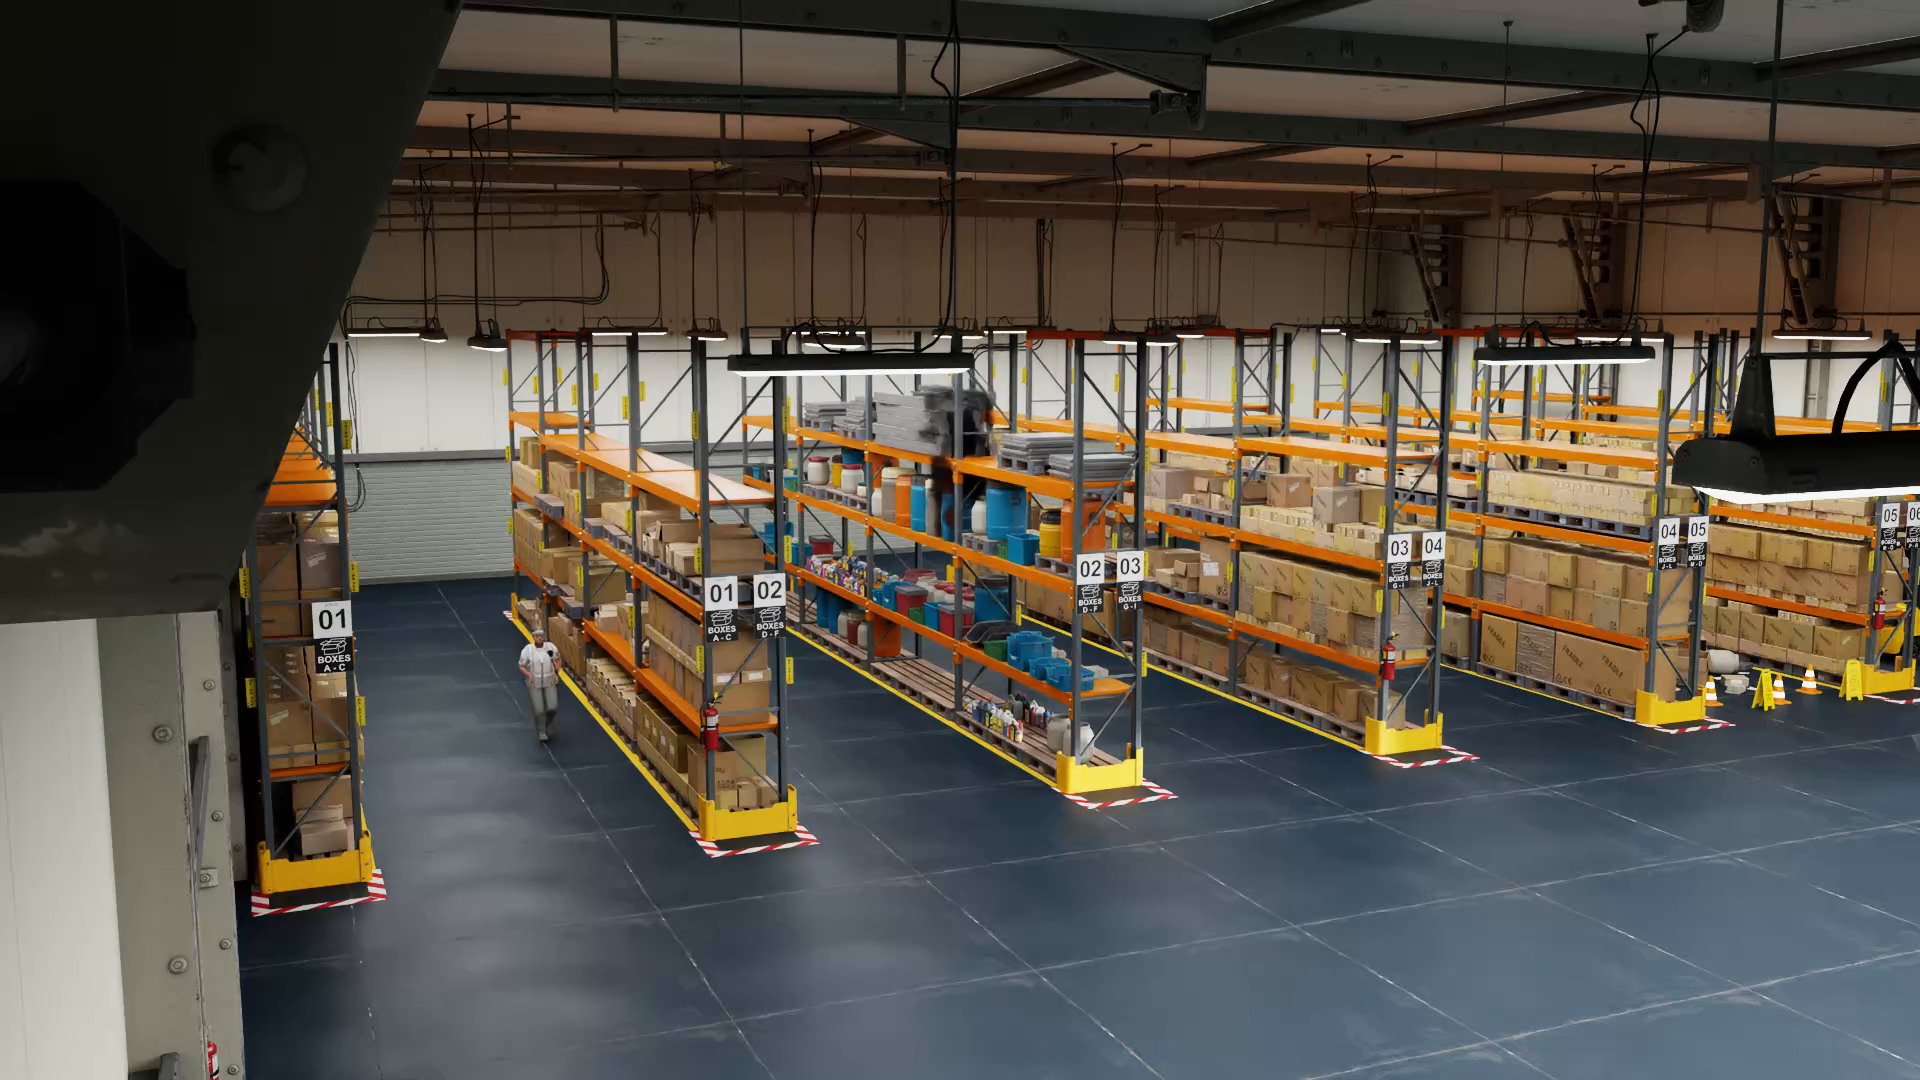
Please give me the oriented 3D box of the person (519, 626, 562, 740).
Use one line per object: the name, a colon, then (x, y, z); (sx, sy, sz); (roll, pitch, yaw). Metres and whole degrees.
person: (-6.189, 2.122, 24.628); (0.638, 1.737, 0.586); (-3, 8, -21)
